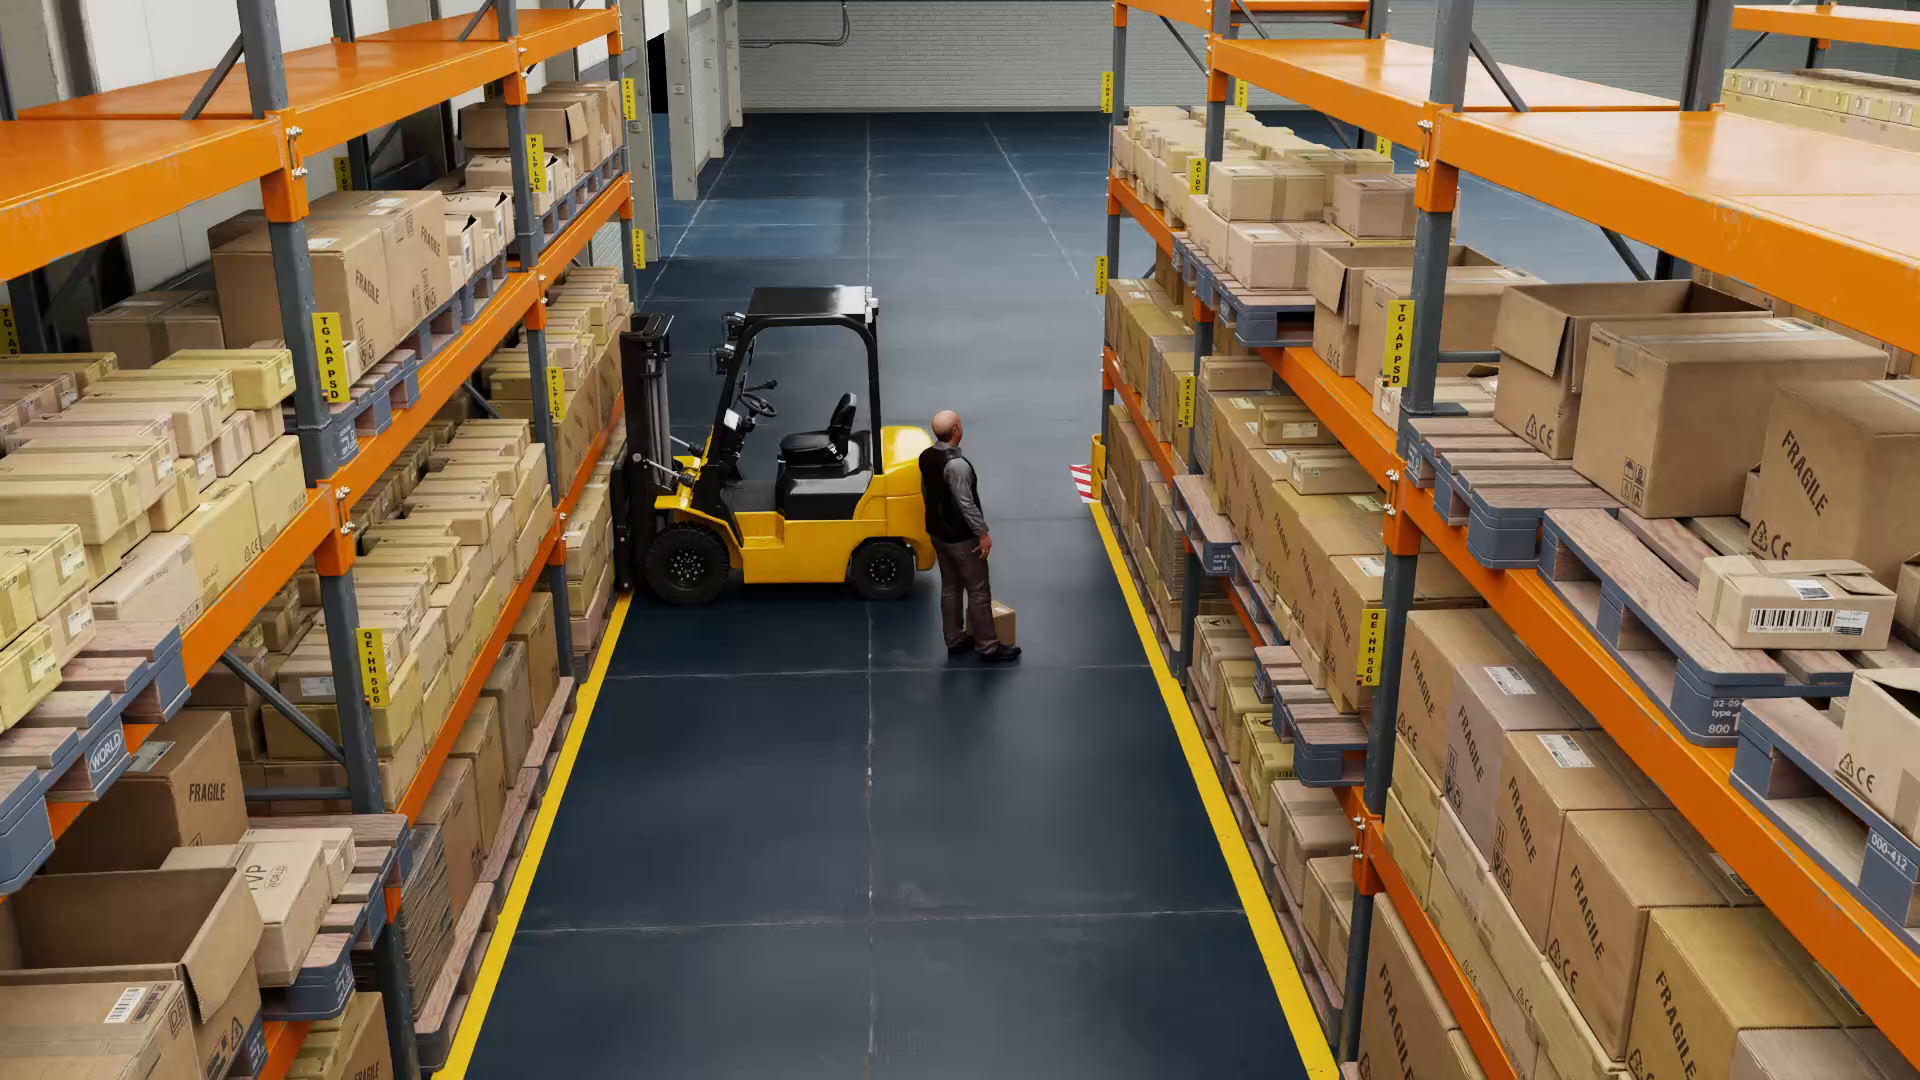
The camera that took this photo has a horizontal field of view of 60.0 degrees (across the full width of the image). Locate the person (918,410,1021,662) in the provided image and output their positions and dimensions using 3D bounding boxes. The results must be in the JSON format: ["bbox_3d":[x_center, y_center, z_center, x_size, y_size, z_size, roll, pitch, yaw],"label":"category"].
[{"bbox_3d":[0.039,-0.047,11.214,0.564,1.724,0.634,-12,24,-30],"label":"person"}]
